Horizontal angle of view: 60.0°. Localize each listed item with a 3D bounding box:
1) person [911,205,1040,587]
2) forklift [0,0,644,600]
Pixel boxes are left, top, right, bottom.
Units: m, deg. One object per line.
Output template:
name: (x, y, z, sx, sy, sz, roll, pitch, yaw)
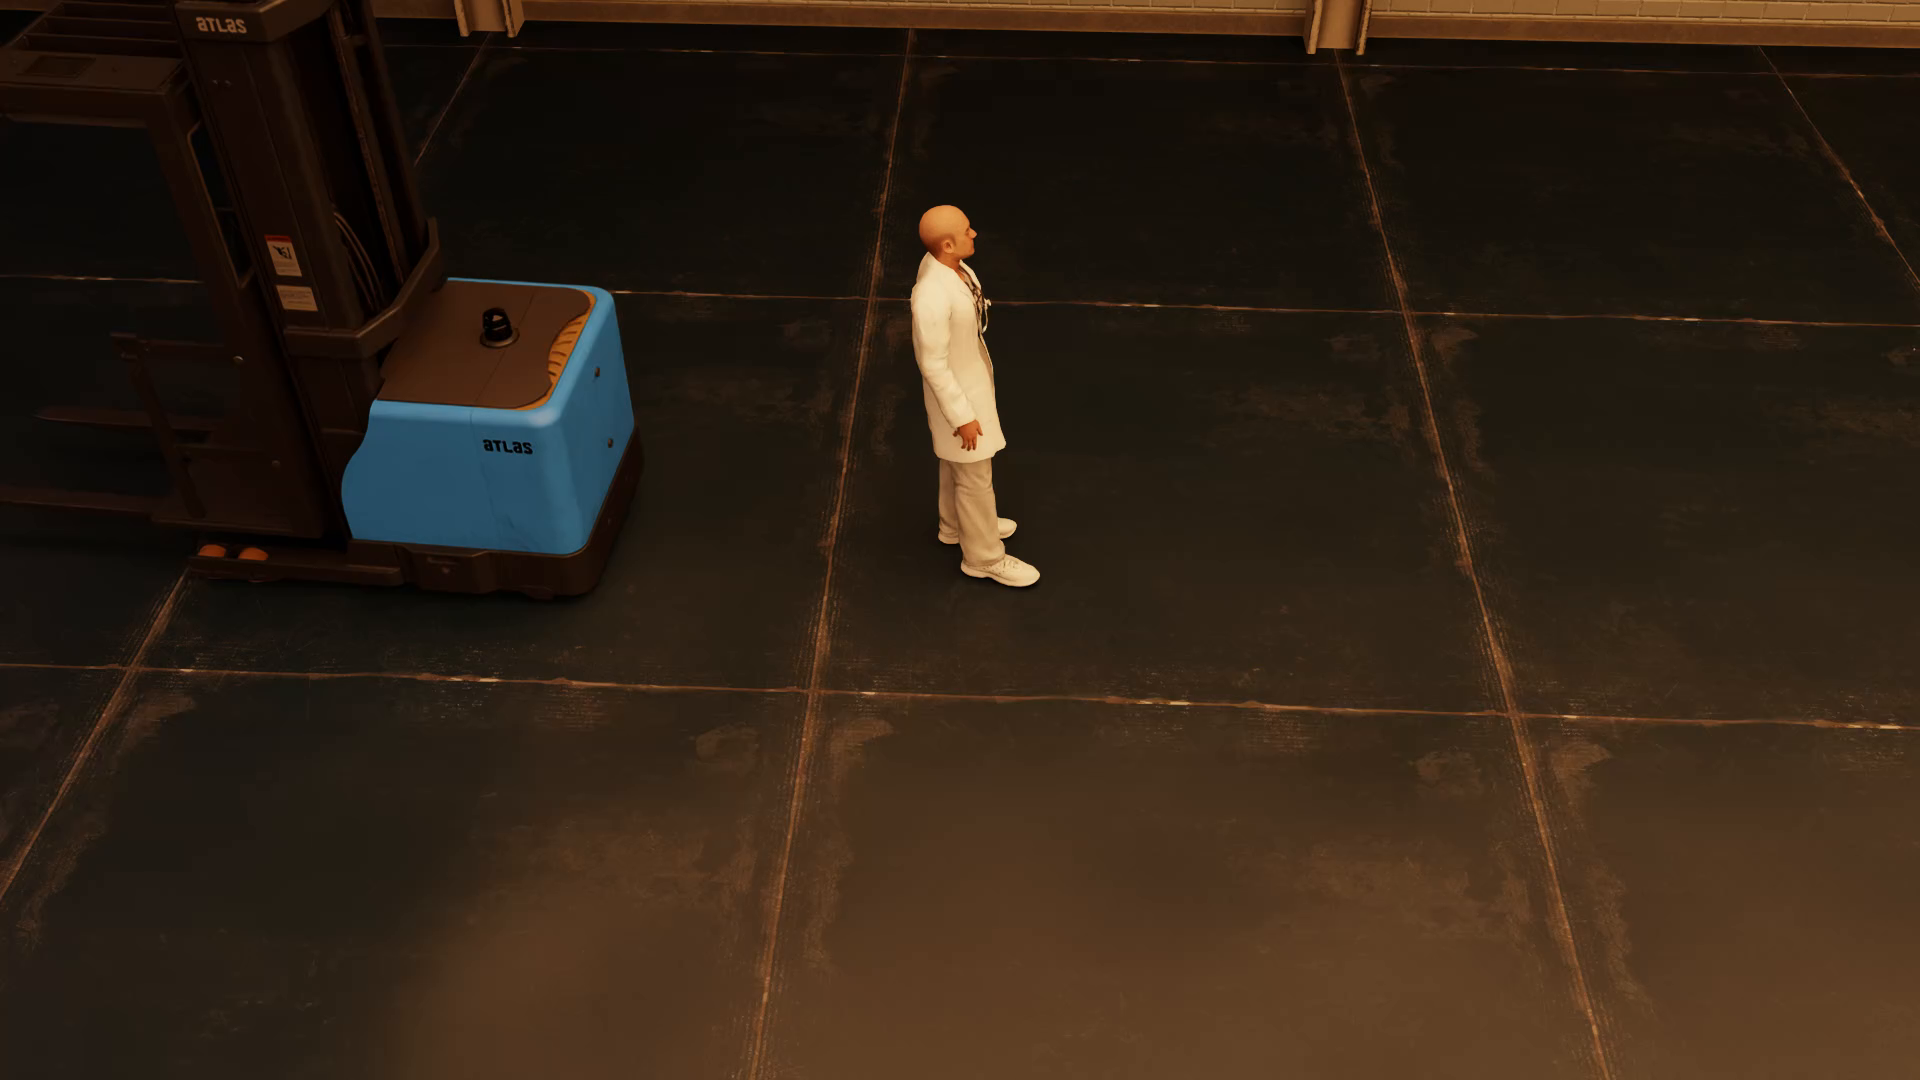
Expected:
person: (0.091, -0.652, 7.311, 0.578, 1.764, 0.698, 2, 42, 2)
forklift: (-3.116, -1.234, 7.094, 3.031, 2.935, 1.130, 4, 43, 5)
